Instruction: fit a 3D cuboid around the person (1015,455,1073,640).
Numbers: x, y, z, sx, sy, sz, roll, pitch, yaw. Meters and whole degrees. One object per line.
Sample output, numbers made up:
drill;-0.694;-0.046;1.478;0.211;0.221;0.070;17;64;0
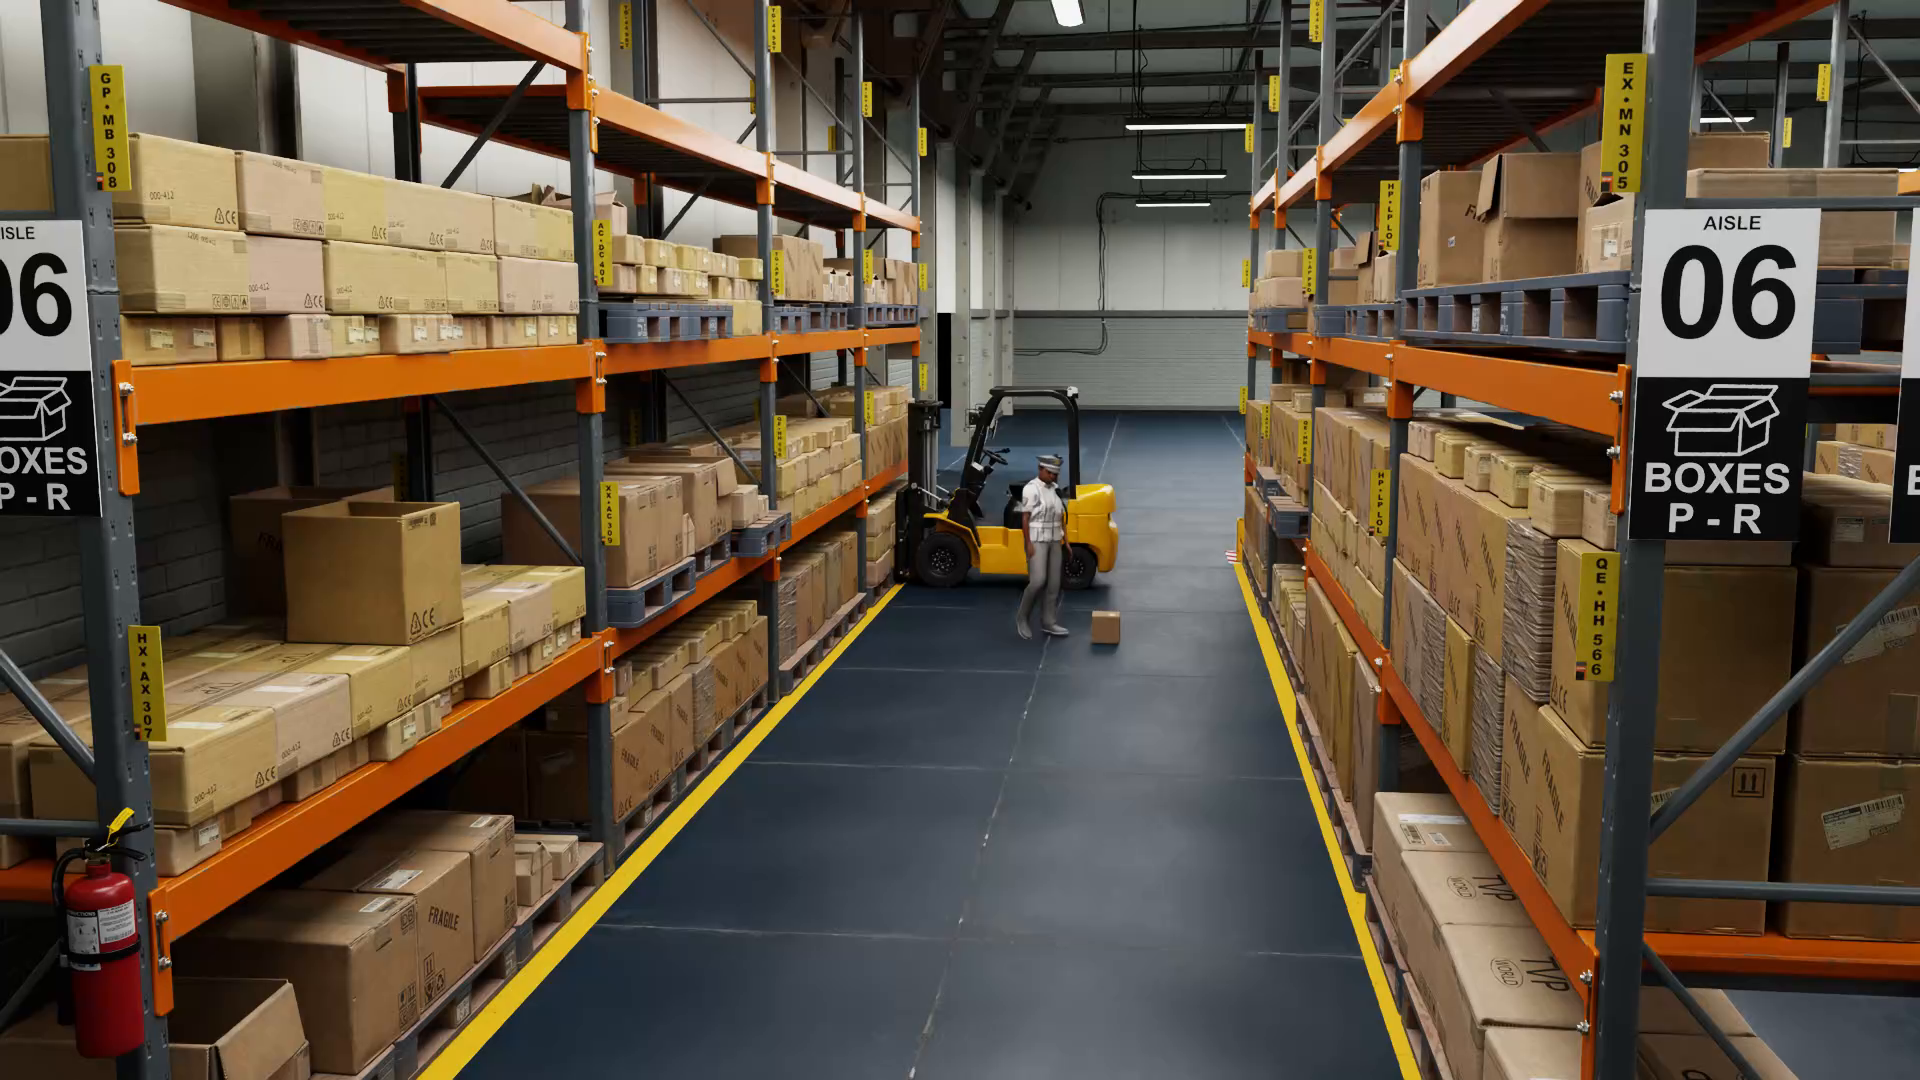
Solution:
person;0.765;0.067;15.260;0.513;1.686;0.384;-7;10;-41
